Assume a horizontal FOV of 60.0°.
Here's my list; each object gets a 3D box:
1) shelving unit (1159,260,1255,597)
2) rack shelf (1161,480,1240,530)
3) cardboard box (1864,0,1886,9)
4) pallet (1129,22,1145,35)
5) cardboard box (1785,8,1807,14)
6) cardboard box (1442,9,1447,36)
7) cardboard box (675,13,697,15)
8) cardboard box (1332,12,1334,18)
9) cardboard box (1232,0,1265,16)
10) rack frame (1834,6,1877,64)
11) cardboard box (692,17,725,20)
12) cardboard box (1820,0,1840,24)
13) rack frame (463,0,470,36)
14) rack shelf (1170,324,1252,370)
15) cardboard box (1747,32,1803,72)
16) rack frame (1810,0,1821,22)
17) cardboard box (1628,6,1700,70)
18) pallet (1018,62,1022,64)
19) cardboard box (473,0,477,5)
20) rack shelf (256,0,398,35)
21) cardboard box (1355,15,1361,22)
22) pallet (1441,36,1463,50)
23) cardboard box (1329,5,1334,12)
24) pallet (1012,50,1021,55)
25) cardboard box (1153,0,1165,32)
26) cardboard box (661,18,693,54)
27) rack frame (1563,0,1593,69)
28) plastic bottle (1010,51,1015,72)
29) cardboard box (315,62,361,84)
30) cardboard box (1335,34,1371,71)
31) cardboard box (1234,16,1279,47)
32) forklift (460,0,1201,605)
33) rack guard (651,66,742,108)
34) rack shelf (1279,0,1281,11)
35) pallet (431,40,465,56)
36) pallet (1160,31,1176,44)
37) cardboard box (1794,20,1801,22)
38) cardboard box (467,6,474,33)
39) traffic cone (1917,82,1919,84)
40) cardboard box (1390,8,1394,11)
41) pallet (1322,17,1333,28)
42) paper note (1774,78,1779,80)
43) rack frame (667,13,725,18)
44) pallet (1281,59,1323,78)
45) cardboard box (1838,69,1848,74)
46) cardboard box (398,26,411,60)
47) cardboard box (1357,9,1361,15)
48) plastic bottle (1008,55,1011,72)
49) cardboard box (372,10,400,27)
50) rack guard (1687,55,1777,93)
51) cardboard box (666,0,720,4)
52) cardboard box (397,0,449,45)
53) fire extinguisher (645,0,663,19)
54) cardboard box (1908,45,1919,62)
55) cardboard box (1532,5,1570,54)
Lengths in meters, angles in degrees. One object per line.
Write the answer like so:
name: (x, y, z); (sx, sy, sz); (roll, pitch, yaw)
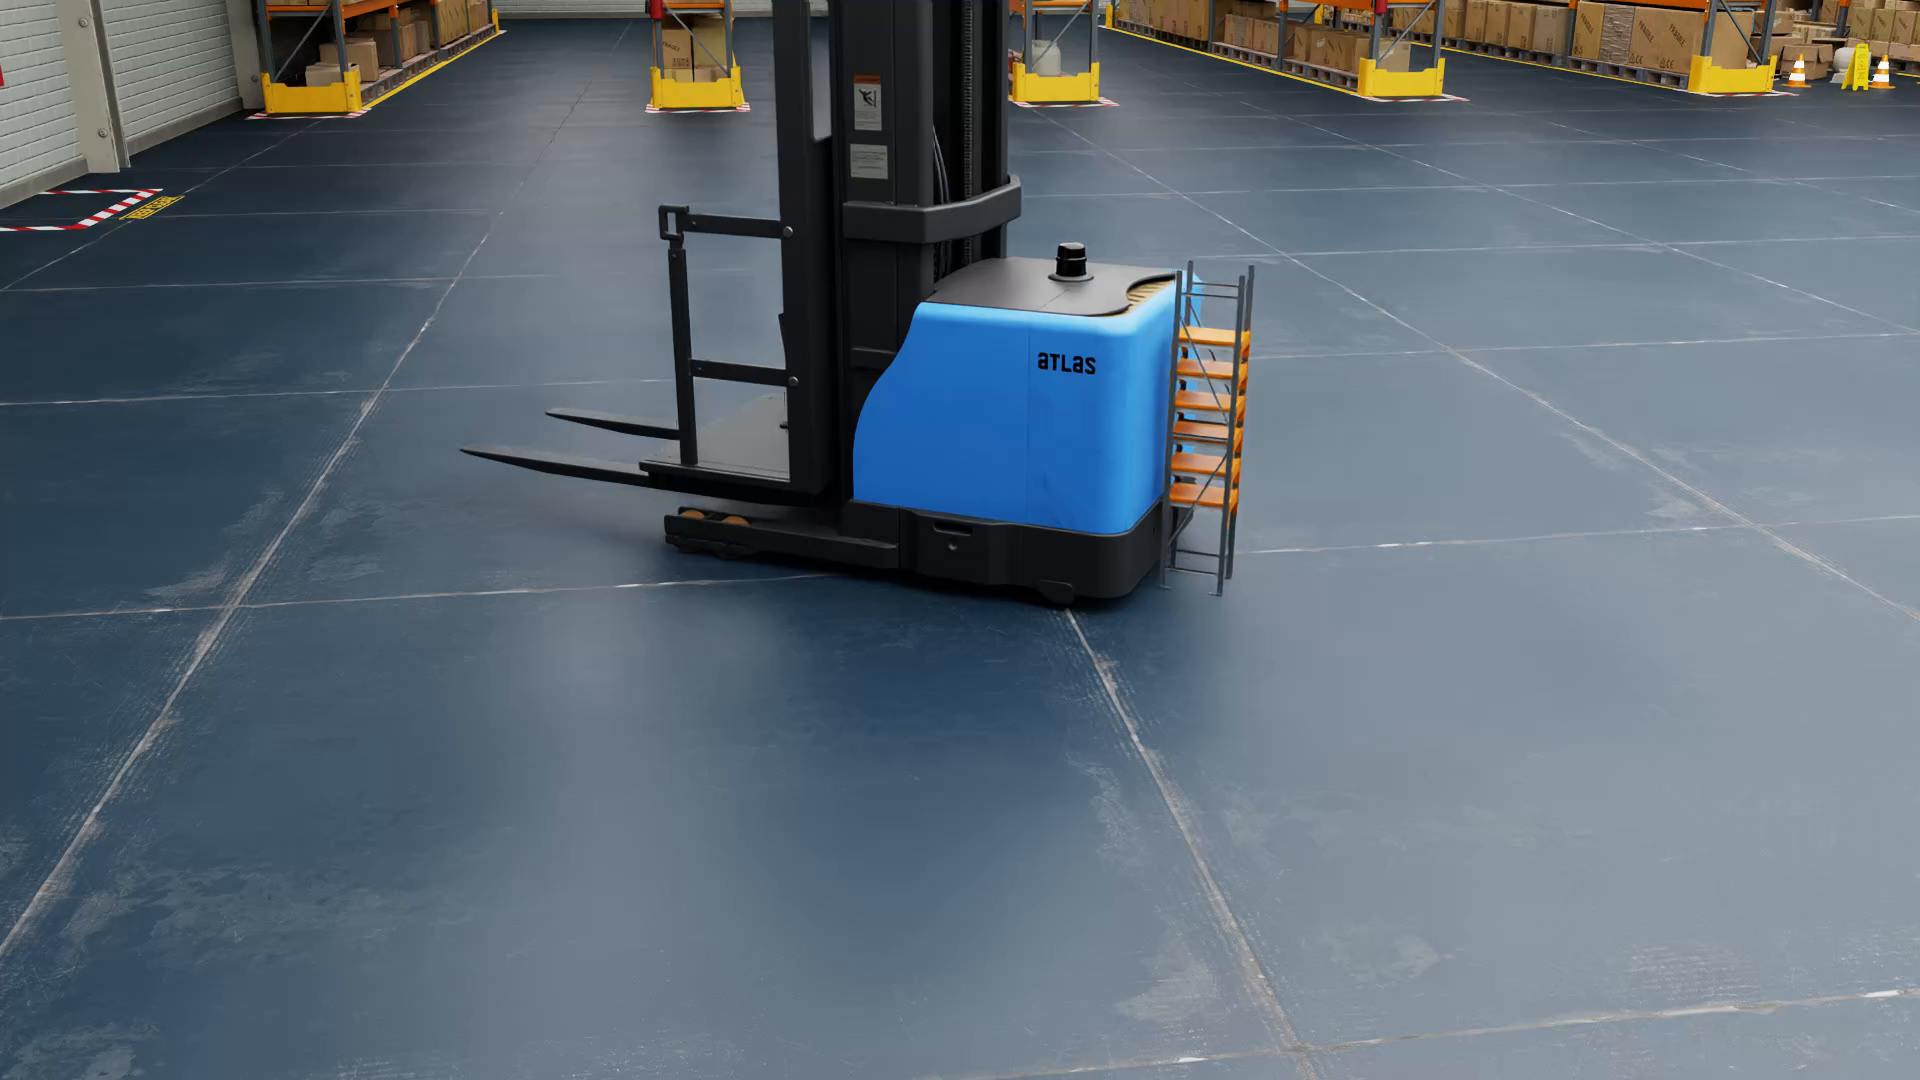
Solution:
shelving unit: (0.894, -0.397, 6.058); (0.258, 1.200, 0.189); (8, 22, 18)
rack shelf: (0.891, -0.132, 6.160); (0.258, 0.103, 0.180); (8, 22, 18)
cardboard box: (15.286, -8.919, 27.640); (0.380, 0.149, 0.250); (-3, 21, -7)
pallet: (4.338, -11.274, 36.599); (1.003, 0.211, 1.213); (-3, 21, -8)
cardboard box: (18.845, -11.858, 37.487); (0.396, 0.266, 0.258); (-2, 21, -6)
cardboard box: (9.624, -10.140, 32.550); (0.500, 0.500, 0.500); (-2, 21, -6)
cardboard box: (-5.056, -9.724, 30.336); (0.500, 0.250, 0.500); (-2, 21, -6)
cardboard box: (8.773, -12.067, 38.211); (0.380, 0.149, 0.250); (-3, 21, -8)
cardboard box: (5.253, -9.660, 30.166); (0.500, 0.250, 0.500); (-2, 21, -6)
rack frame: (15.510, -9.619, 28.184); (1.000, 3.000, 0.127); (-3, 21, -8)
cardboard box: (-3.757, -7.558, 24.923); (0.500, 0.500, 0.500); (-3, 21, -8)
cardboard box: (19.115, -11.488, 36.159); (0.500, 0.500, 0.500); (-2, 21, -5)
rack frame: (-10.155, -11.140, 32.255); (1.000, 3.000, 0.127); (-3, 21, -8)
rack shelf: (0.897, -0.692, 5.944); (0.258, 0.103, 0.180); (8, 22, 18)
cardboard box: (13.185, -7.932, 27.041); (0.797, 0.637, 0.503); (-3, 21, -8)
rack frame: (19.268, -12.641, 36.274); (1.000, 3.000, 0.127); (-3, 21, -8)
cardboard box: (10.910, -7.687, 25.447); (0.875, 0.875, 0.875); (-3, 21, -9)
pallet: (0.857, -7.329, 26.037); (1.003, 0.211, 1.213); (-3, 21, -8)
cardboard box: (-10.106, -11.042, 34.039); (0.380, 0.149, 0.250); (-4, 21, -9)
rack shelf: (-8.713, -7.341, 23.111); (1.077, 0.370, 4.000); (-3, 21, -8)
cardboard box: (8.959, -11.536, 36.791); (0.380, 0.149, 0.250); (-3, 21, -7)
pallet: (9.938, -9.684, 32.343); (1.003, 0.211, 1.213); (-3, 21, -8)
cardboard box: (8.701, -12.198, 38.138); (0.380, 0.149, 0.250); (-3, 21, -8)
pallet: (0.471, -8.257, 28.521); (1.003, 0.211, 1.213); (-3, 21, -8)
cardboard box: (4.662, -10.870, 33.970); (1.225, 0.875, 0.875); (-3, 21, -8)
cardboard box: (-4.263, -7.532, 24.853); (0.500, 0.500, 0.500); (-3, 21, -8)
rack frame: (10.626, -9.335, 27.422); (1.000, 3.000, 0.127); (-3, 21, -8)
plastic bottle: (0.776, -7.126, 24.763); (0.061, 0.283, 0.133); (-3, 21, -8)
cardboard box: (-8.518, -6.373, 22.707); (0.500, 0.311, 0.500); (-1, 21, -3)
cardboard box: (6.015, -7.400, 25.215); (0.500, 0.500, 0.500); (-1, 21, -3)
cardboard box: (5.335, -9.117, 29.783); (0.700, 0.500, 0.500); (-5, 21, -12)
forklift: (-0.620, -1.457, 6.428); (3.031, 2.935, 1.130); (8, 22, 21)
rack guard: (-3.520, -6.057, 22.219); (1.175, 0.500, 0.348); (-3, 21, -8)
rack shelf: (5.415, -9.475, 28.826); (1.077, 0.370, 4.000); (-3, 21, -8)
pallet: (-9.790, -9.147, 30.905); (1.003, 0.211, 1.213); (-3, 21, -8)
pallet: (4.736, -10.320, 34.045); (1.003, 0.211, 1.213); (-3, 21, -8)
cardboard box: (15.119, -9.519, 31.070); (0.950, 0.372, 0.625); (-3, 21, -9)
cardboard box: (-10.161, -10.430, 33.326); (0.700, 0.500, 0.500); (-3, 21, -7)
traffic cone: (14.748, -7.130, 25.144); (0.336, 0.463, 0.334); (-3, 21, -8)
cardboard box: (9.164, -11.355, 35.454); (0.380, 0.149, 0.250); (-2, 21, -6)
pallet: (8.989, -11.874, 38.206); (1.003, 0.211, 1.213); (-3, 21, -8)
paper note: (12.662, -7.172, 25.878); (0.144, 0.017, 0.142); (4, 21, 11)
rack frame: (-4.100, -8.621, 25.512); (1.000, 3.000, 0.127); (-3, 21, -8)
pallet: (5.835, -7.582, 26.716); (1.003, 0.211, 1.213); (-3, 21, -8)
cardboard box: (13.898, -7.251, 25.917); (0.380, 0.149, 0.250); (8, 22, 20)
cardboard box: (-9.282, -8.014, 26.830); (0.700, 0.500, 0.500); (-3, 21, -7)
cardboard box: (8.991, -11.656, 36.686); (0.380, 0.149, 0.250); (-4, 21, -10)
plastic bottle: (0.671, -7.117, 24.749); (0.152, 0.276, 0.135); (-3, 21, -7)
cardboard box: (-9.270, -8.343, 26.638); (0.500, 0.250, 0.500); (-4, 21, -9)
rack guard: (11.206, -6.770, 24.129); (1.175, 0.500, 0.348); (-3, 21, -8)
cardboard box: (-3.578, -7.445, 22.221); (0.700, 0.500, 0.500); (-3, 21, -8)
cardboard box: (-9.555, -9.206, 29.549); (0.750, 0.750, 0.750); (-3, 21, -8)
fire extinguisher: (-3.966, -7.136, 21.645); (0.296, 0.674, 0.183); (-3, 21, -8)
cardboard box: (15.556, -7.770, 26.562); (0.500, 0.250, 0.500); (-4, 21, -10)
cardboard box: (10.447, -8.688, 28.305); (1.050, 0.750, 0.750); (-3, 21, -8)
